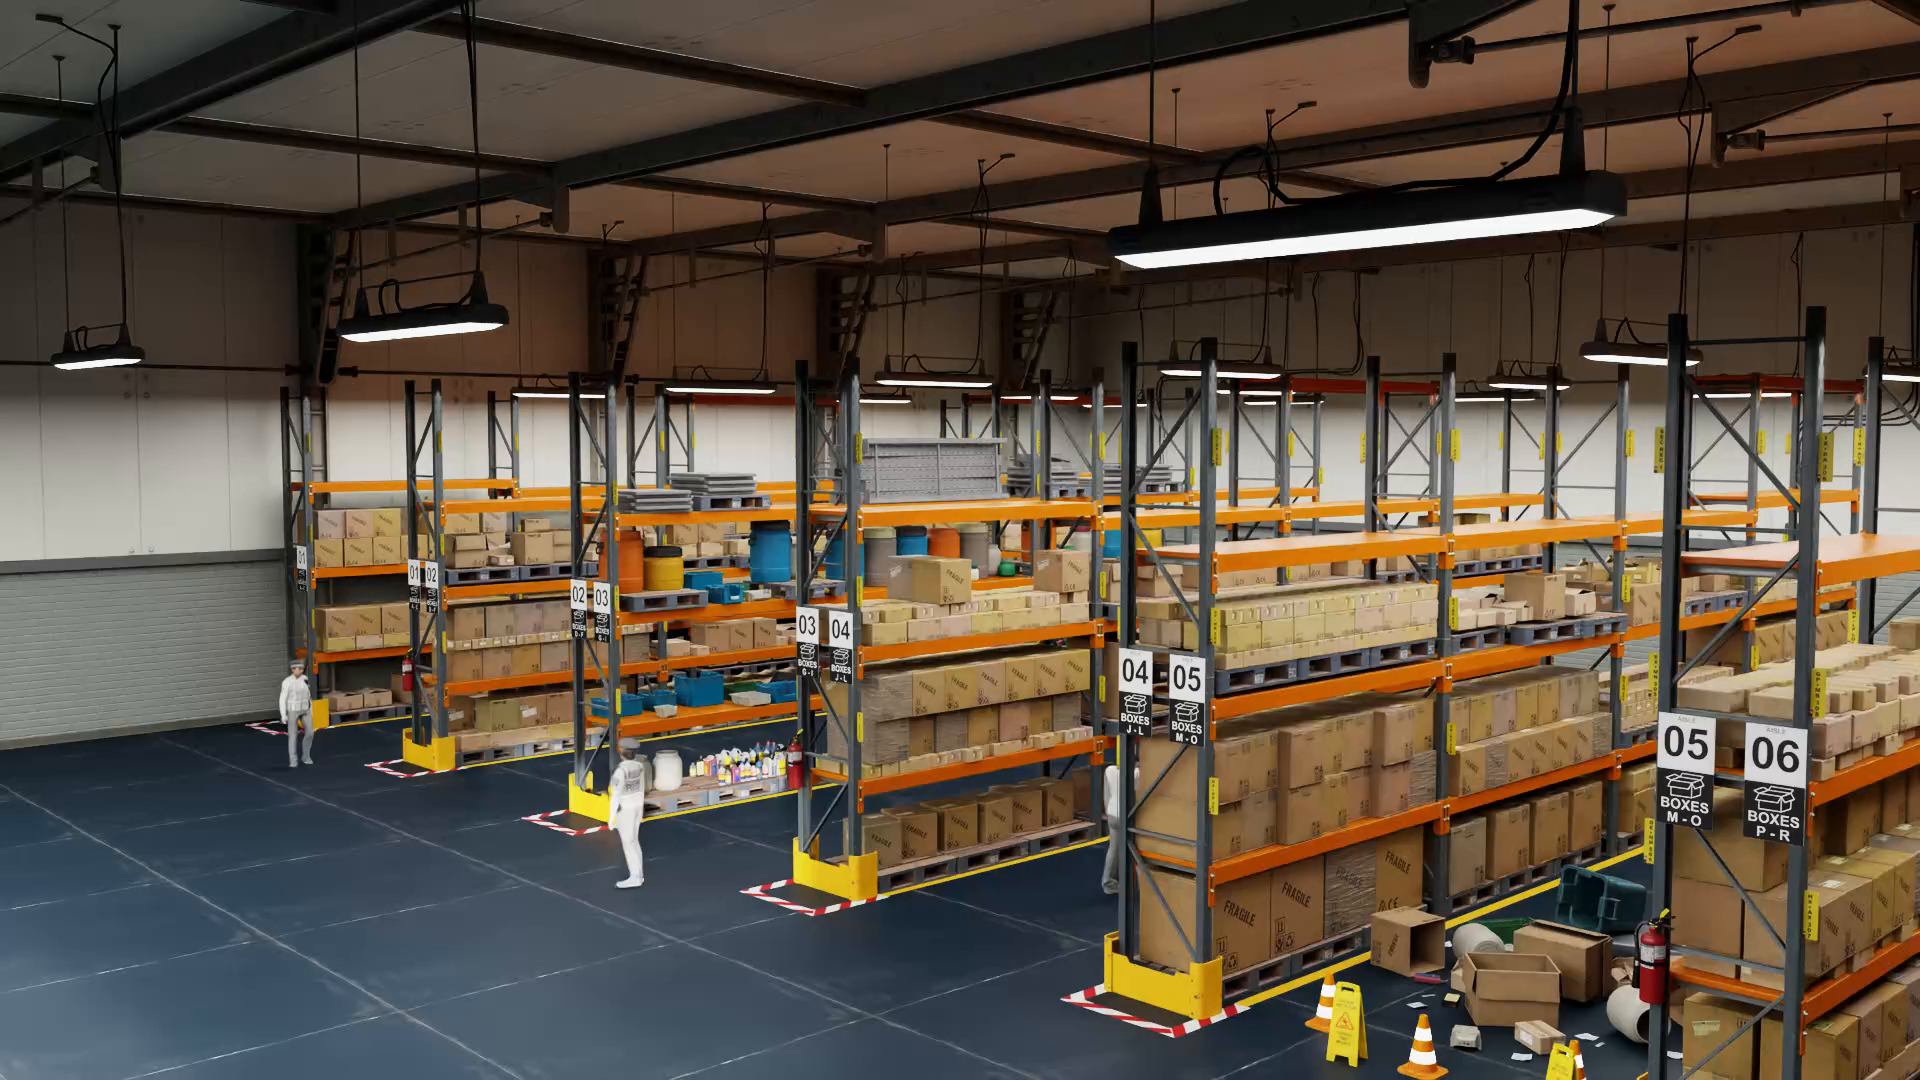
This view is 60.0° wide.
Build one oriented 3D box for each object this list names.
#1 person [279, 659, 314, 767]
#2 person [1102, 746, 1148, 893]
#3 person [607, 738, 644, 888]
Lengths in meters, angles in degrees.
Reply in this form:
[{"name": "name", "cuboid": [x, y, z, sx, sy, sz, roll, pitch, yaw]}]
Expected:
[{"name": "person", "cuboid": [-10.328, 2.715, 25.904, 0.345, 1.733, 0.572, 3, 5, 38]}, {"name": "person", "cuboid": [1.937, 3.097, 18.632, 0.575, 1.773, 0.525, -2, 4, -34]}, {"name": "person", "cuboid": [-3.802, 3.122, 18.959, 0.387, 1.721, 0.578, 1, 4, 18]}]
